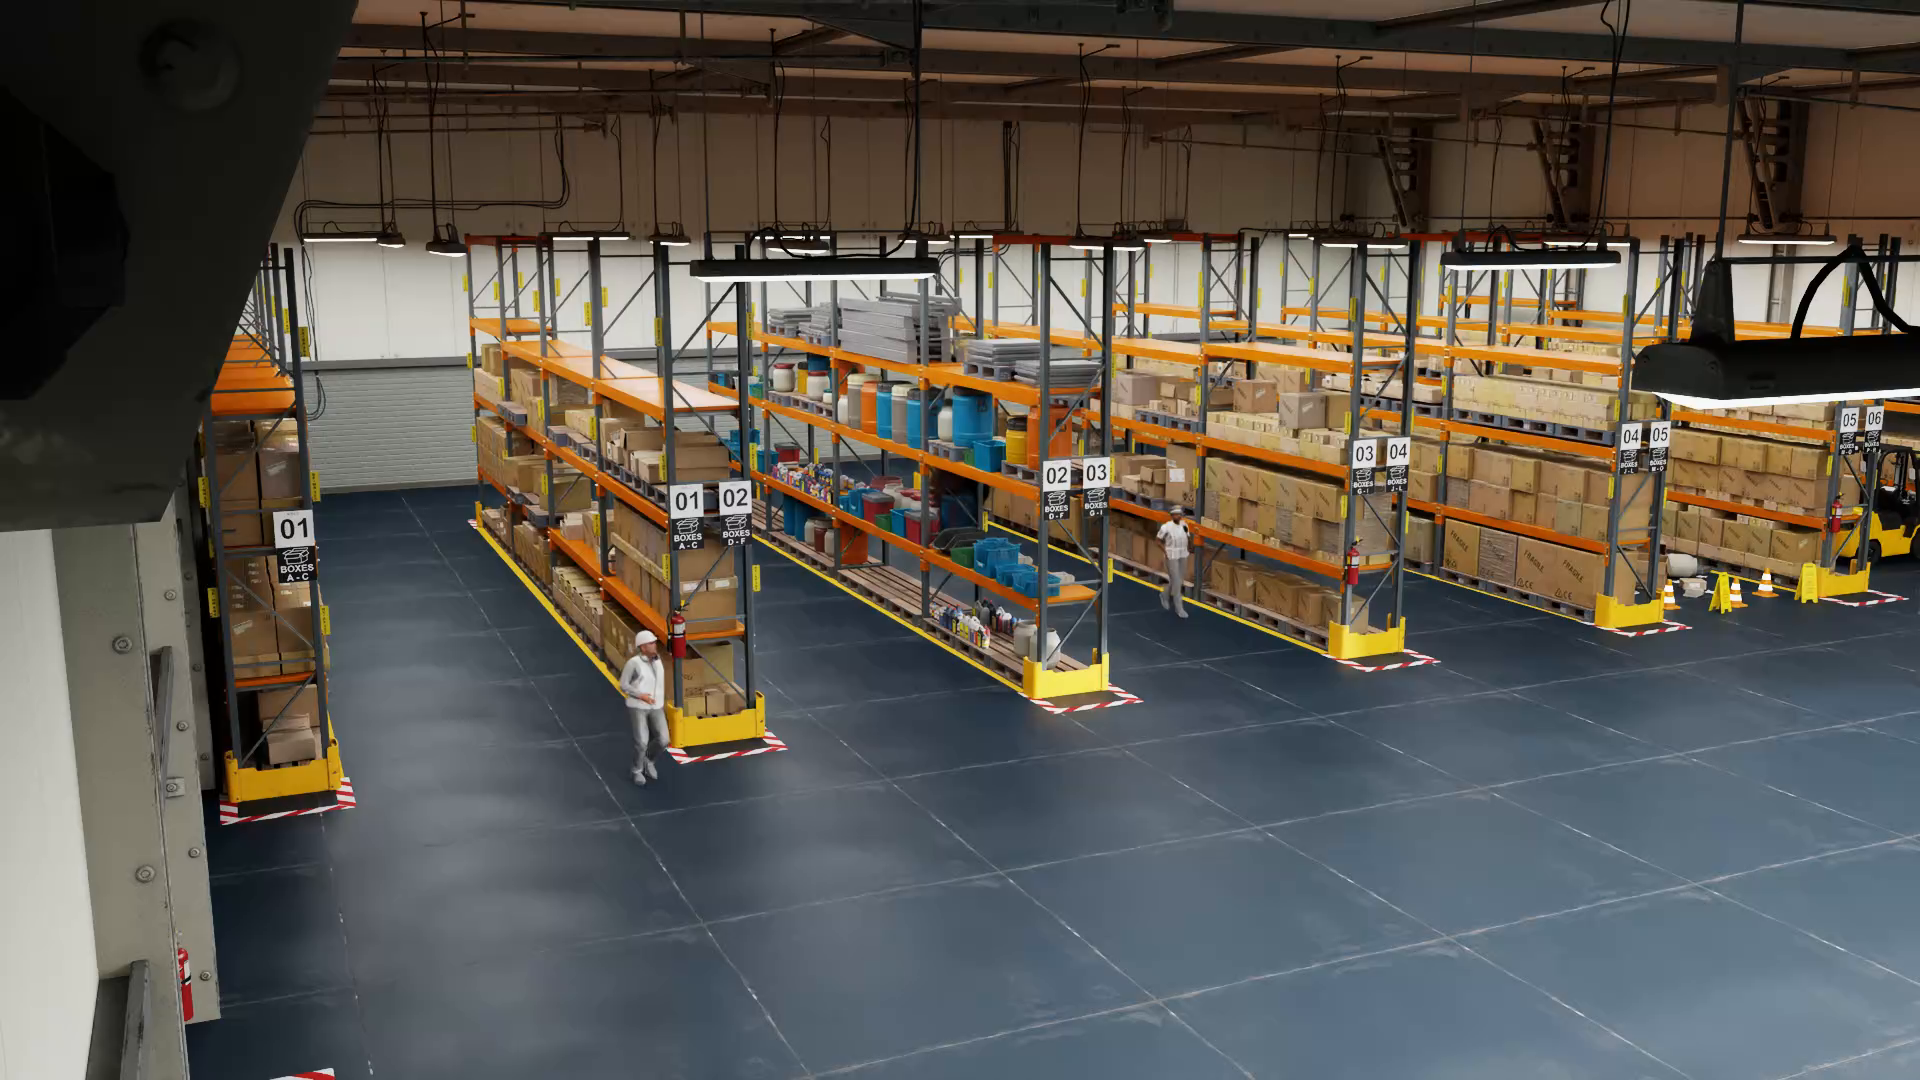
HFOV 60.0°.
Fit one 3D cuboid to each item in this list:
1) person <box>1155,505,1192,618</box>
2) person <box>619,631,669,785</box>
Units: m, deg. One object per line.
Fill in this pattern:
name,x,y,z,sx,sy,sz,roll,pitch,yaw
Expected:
person,3.338,0.289,25.738,0.574,1.722,0.735,-5,12,-26
person,-3.550,1.888,18.933,0.675,1.715,0.570,-10,15,-41
